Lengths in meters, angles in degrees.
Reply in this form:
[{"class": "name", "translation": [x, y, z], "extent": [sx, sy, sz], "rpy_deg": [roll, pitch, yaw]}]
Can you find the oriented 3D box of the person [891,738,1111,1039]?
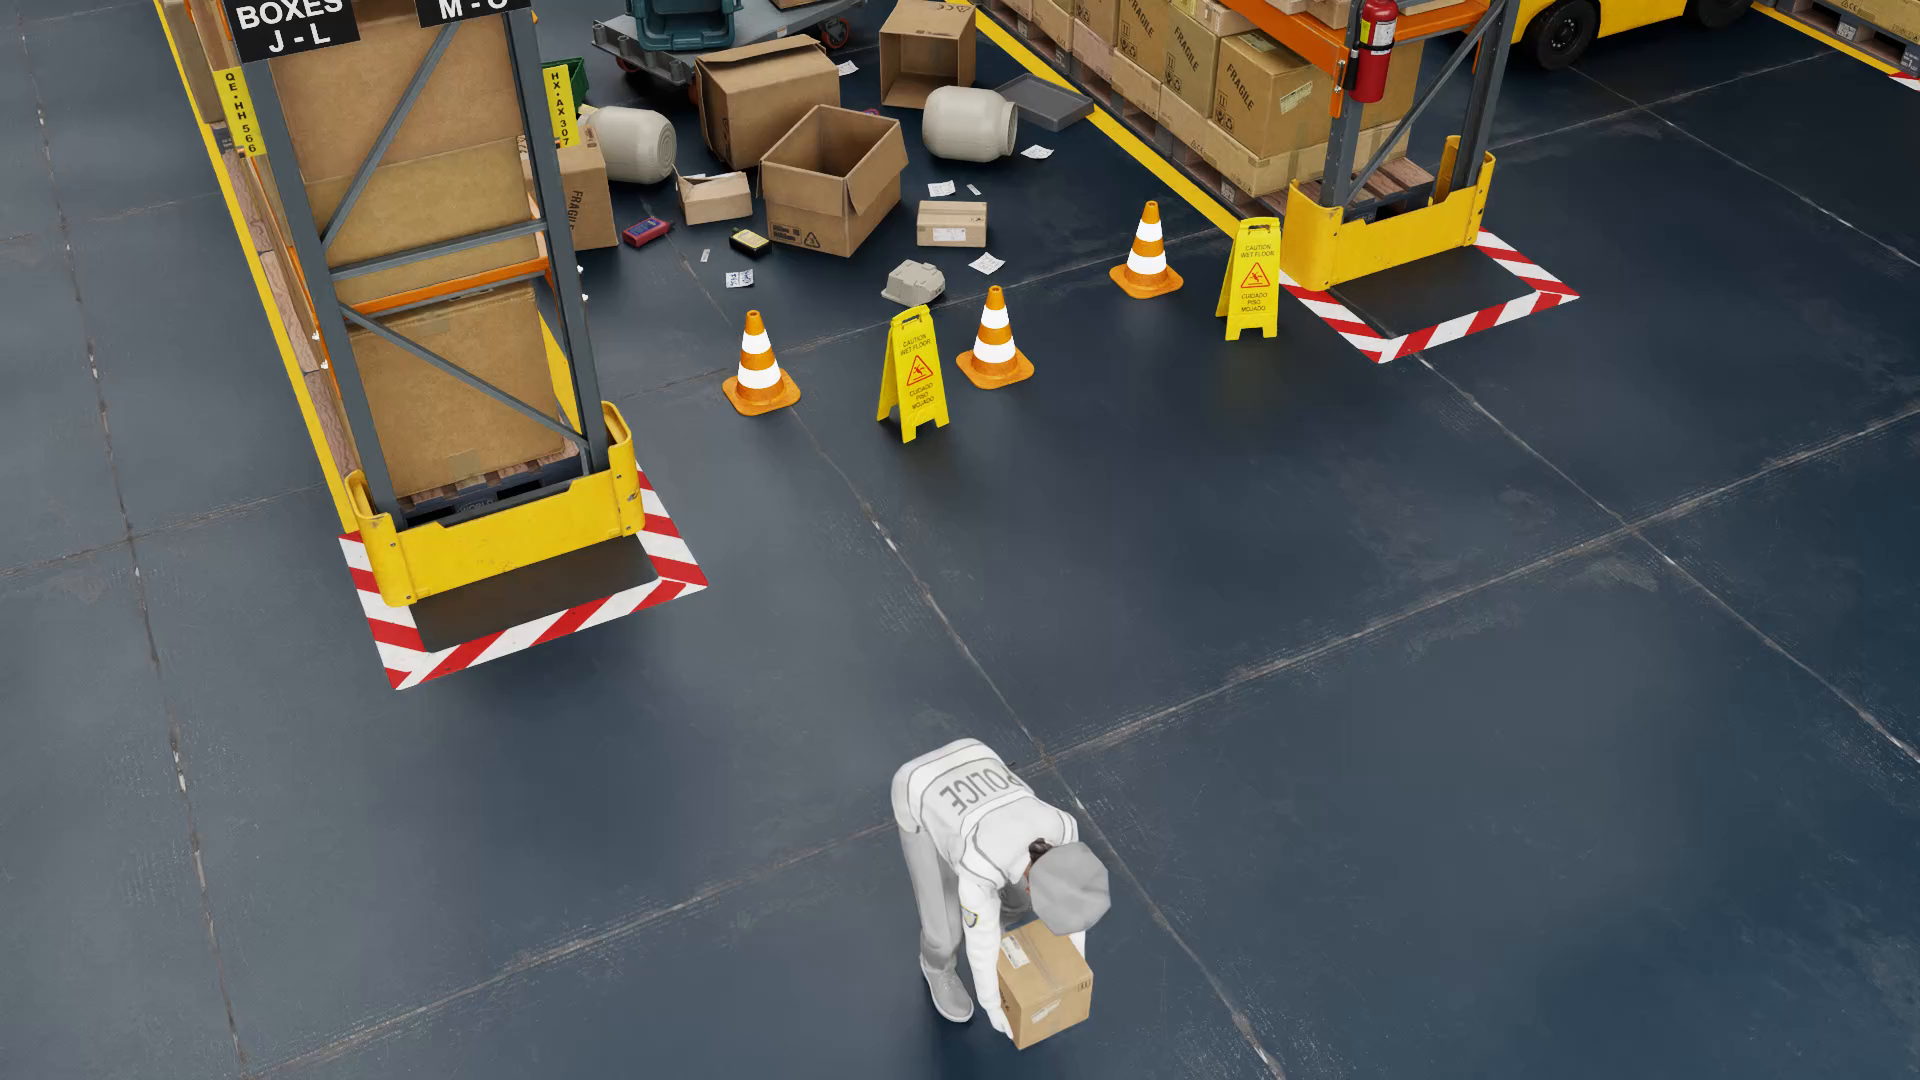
[{"class": "person", "translation": [0.122, 1.149, 5.236], "extent": [0.433, 1.169, 0.912], "rpy_deg": [-21, 46, -22]}]
